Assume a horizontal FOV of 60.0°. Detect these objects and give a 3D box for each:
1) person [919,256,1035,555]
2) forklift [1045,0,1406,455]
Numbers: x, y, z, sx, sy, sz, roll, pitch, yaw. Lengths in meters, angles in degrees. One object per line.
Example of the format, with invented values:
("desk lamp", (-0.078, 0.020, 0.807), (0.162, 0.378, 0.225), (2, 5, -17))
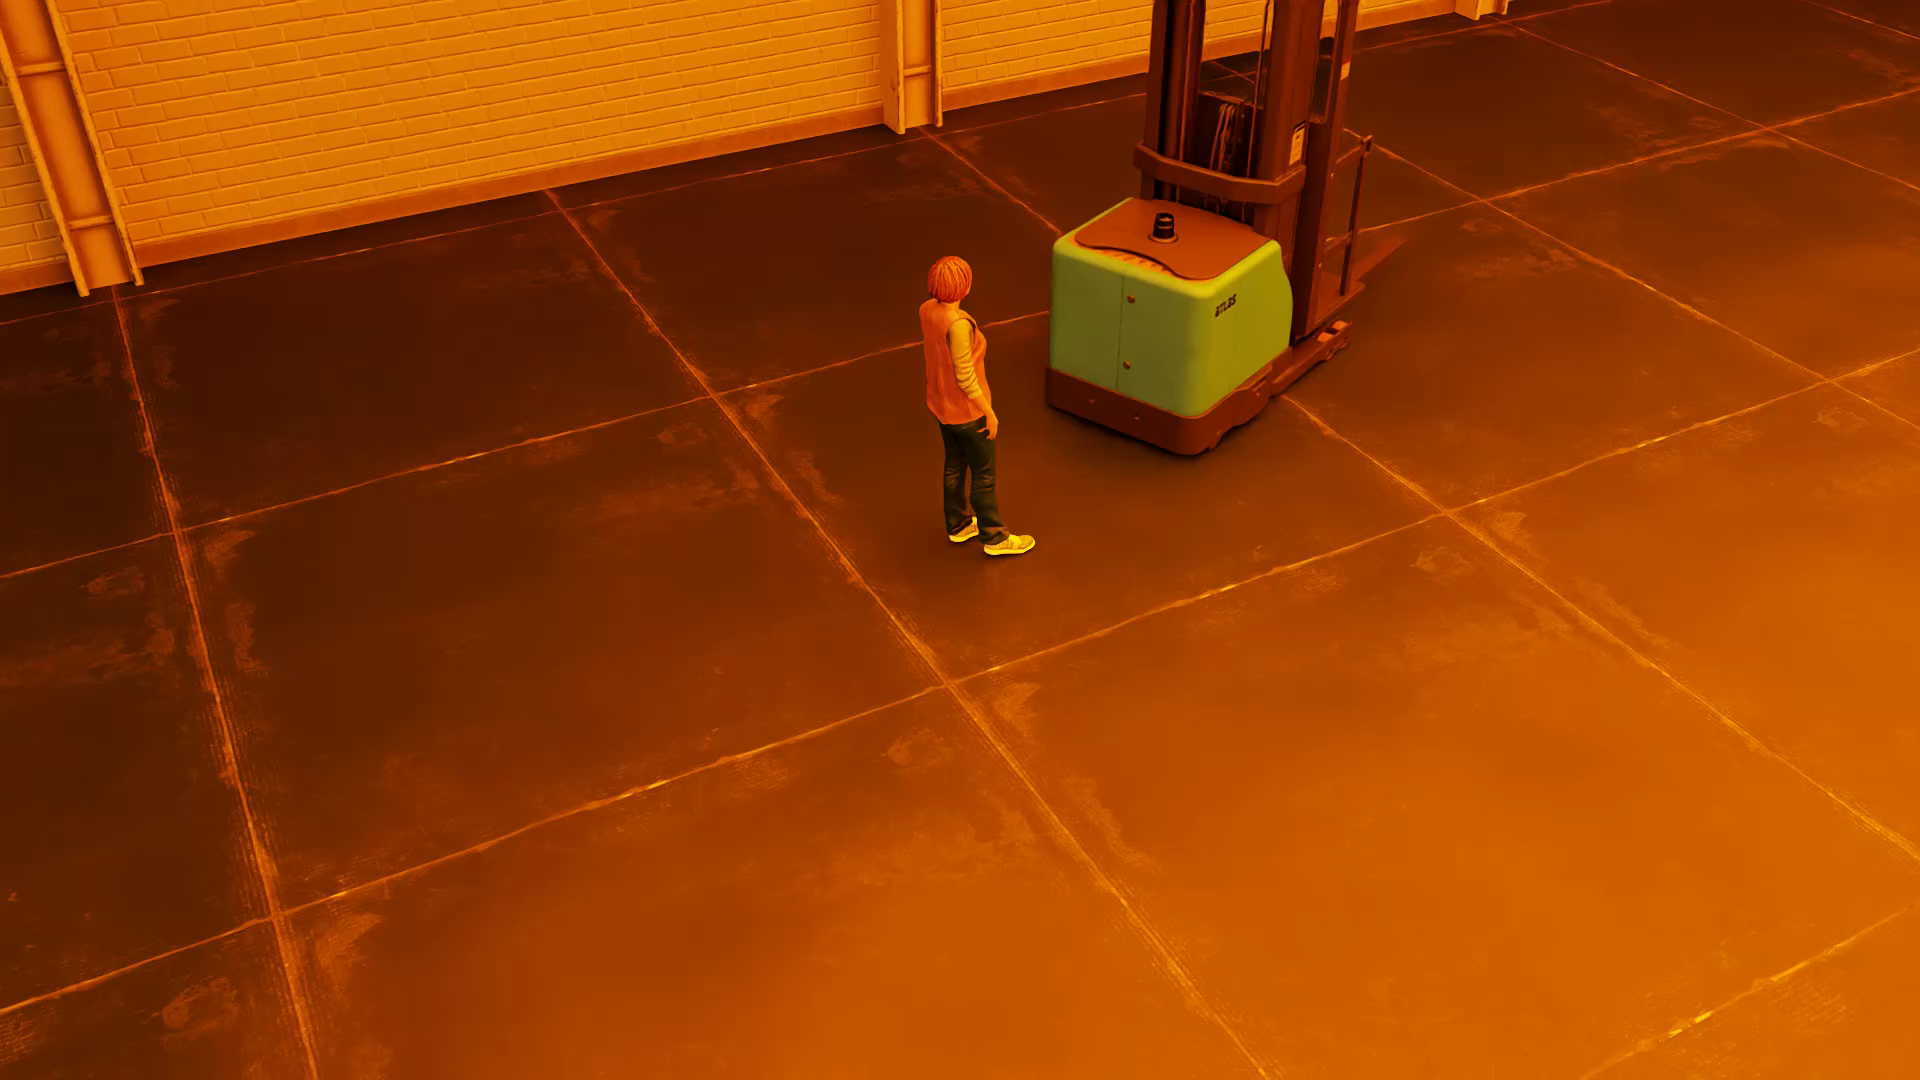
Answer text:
("person", (0.072, -0.671, 8.215), (0.476, 1.597, 0.520), (-17, 39, -23))
("forklift", (1.793, -2.460, 9.603), (1.130, 2.935, 3.031), (24, 42, 30))
